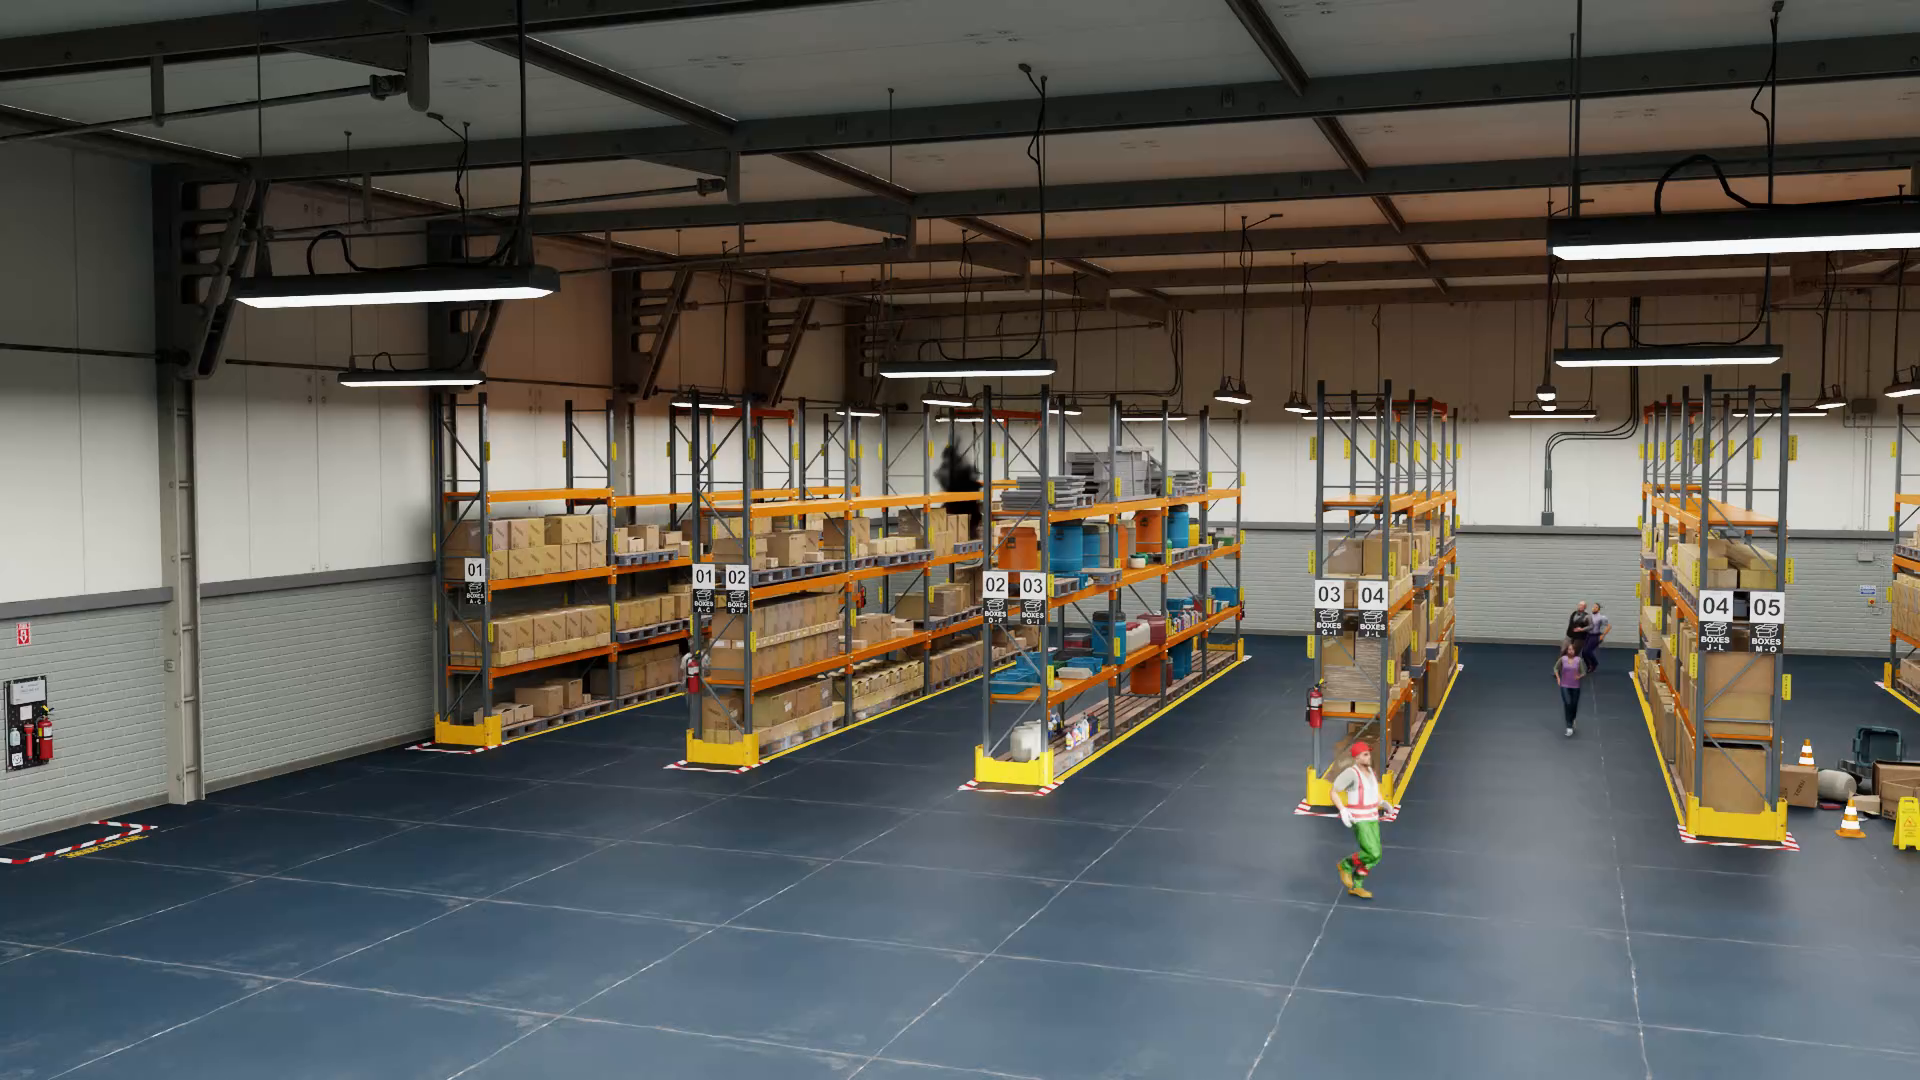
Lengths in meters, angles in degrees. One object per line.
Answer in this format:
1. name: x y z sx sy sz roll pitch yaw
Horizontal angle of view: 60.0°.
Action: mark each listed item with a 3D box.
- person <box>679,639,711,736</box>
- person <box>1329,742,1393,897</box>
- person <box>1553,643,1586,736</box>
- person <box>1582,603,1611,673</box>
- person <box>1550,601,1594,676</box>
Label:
1. person: -4.724 2.594 29.643 0.579 1.700 0.859 1 3 12
2. person: 4.543 3.138 18.646 0.666 1.737 0.580 -3 4 -40
3. person: 10.835 2.632 29.552 0.539 1.606 0.752 1 3 16
4. person: 14.219 2.214 37.408 0.516 1.601 0.679 -2 4 -30
5. person: 13.710 2.196 37.015 0.832 1.683 0.788 -2 4 -37
